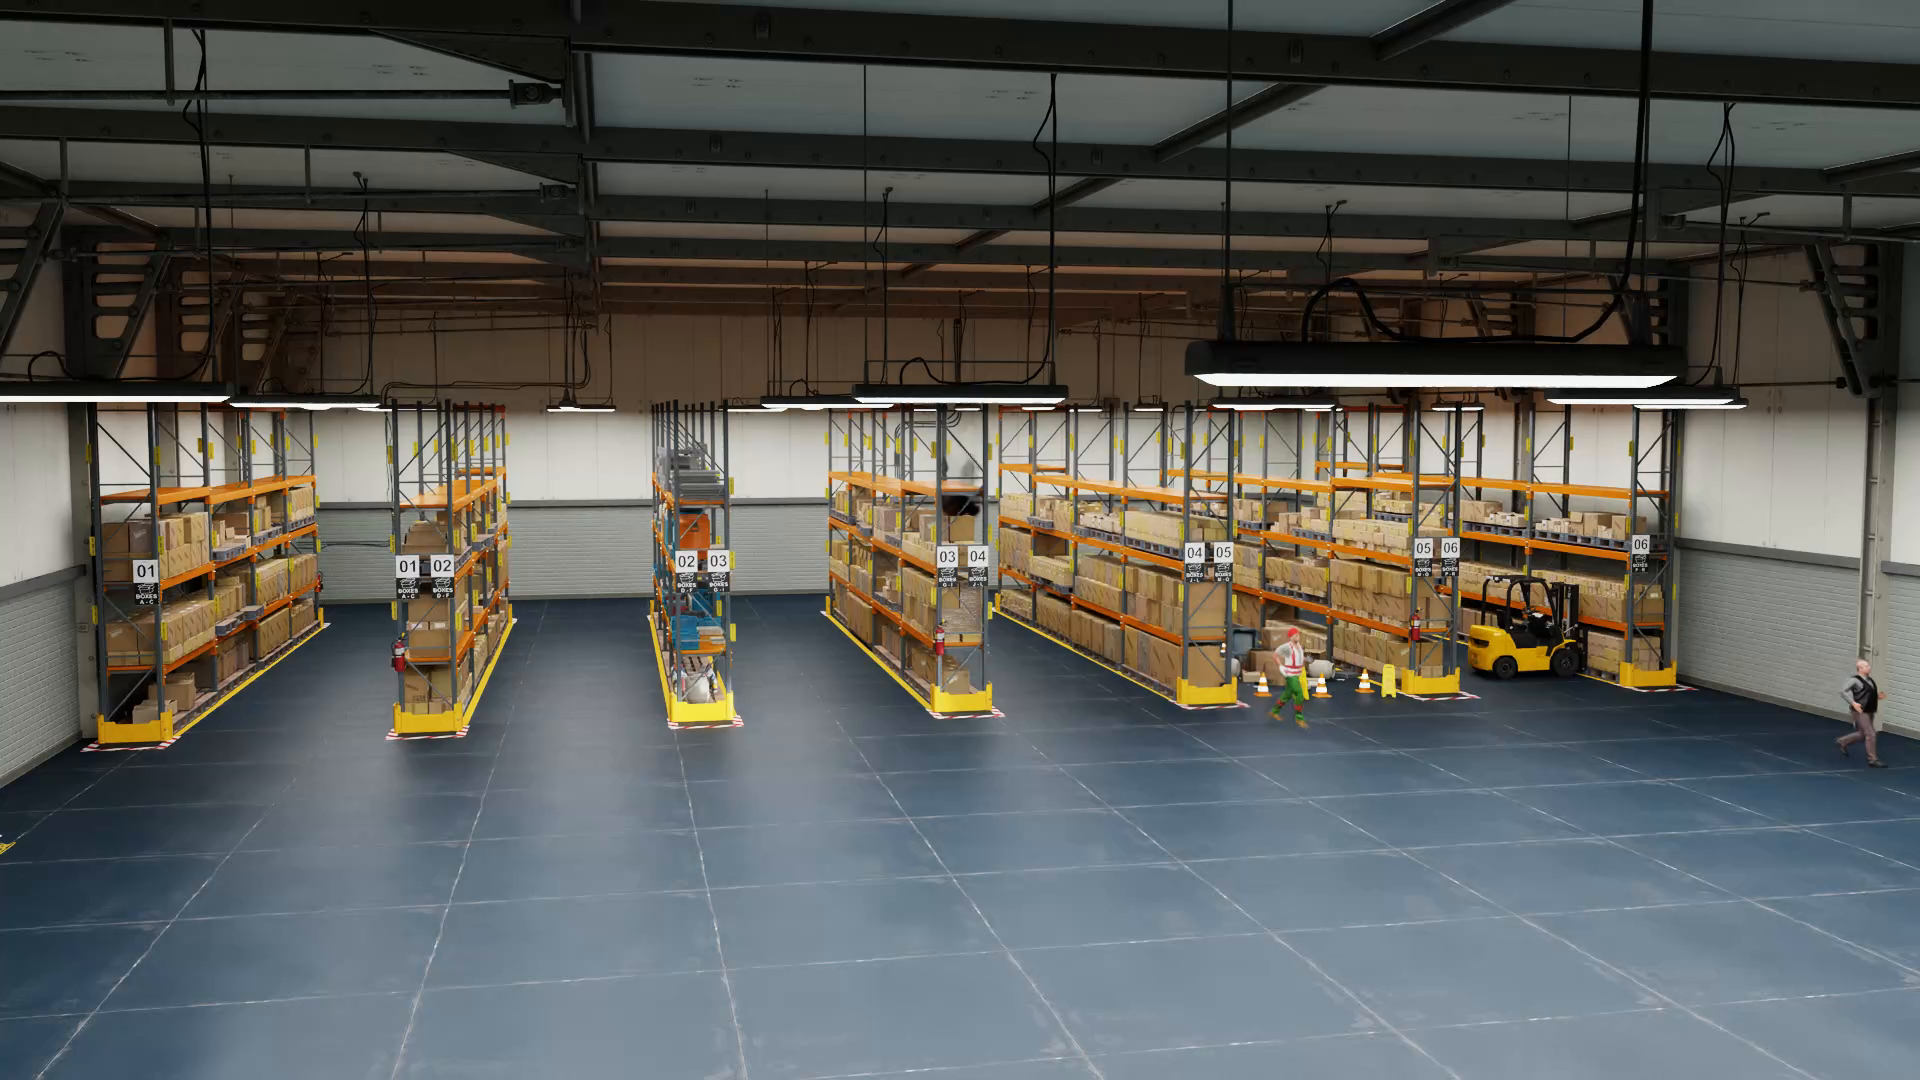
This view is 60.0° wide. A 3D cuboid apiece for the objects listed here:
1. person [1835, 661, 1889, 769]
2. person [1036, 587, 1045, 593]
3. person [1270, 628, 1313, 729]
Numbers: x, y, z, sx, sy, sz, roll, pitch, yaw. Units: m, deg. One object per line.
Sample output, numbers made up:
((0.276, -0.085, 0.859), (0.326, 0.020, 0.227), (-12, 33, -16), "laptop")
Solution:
((14.682, 2.816, 27.095), (0.589, 1.699, 0.940), (-3, 5, -34), "person")
((2.291, 1.131, 49.727), (0.552, 1.694, 0.746), (3, 5, 31), "person")
((6.111, 2.524, 30.630), (0.845, 1.839, 0.623), (3, 5, 37), "person")
